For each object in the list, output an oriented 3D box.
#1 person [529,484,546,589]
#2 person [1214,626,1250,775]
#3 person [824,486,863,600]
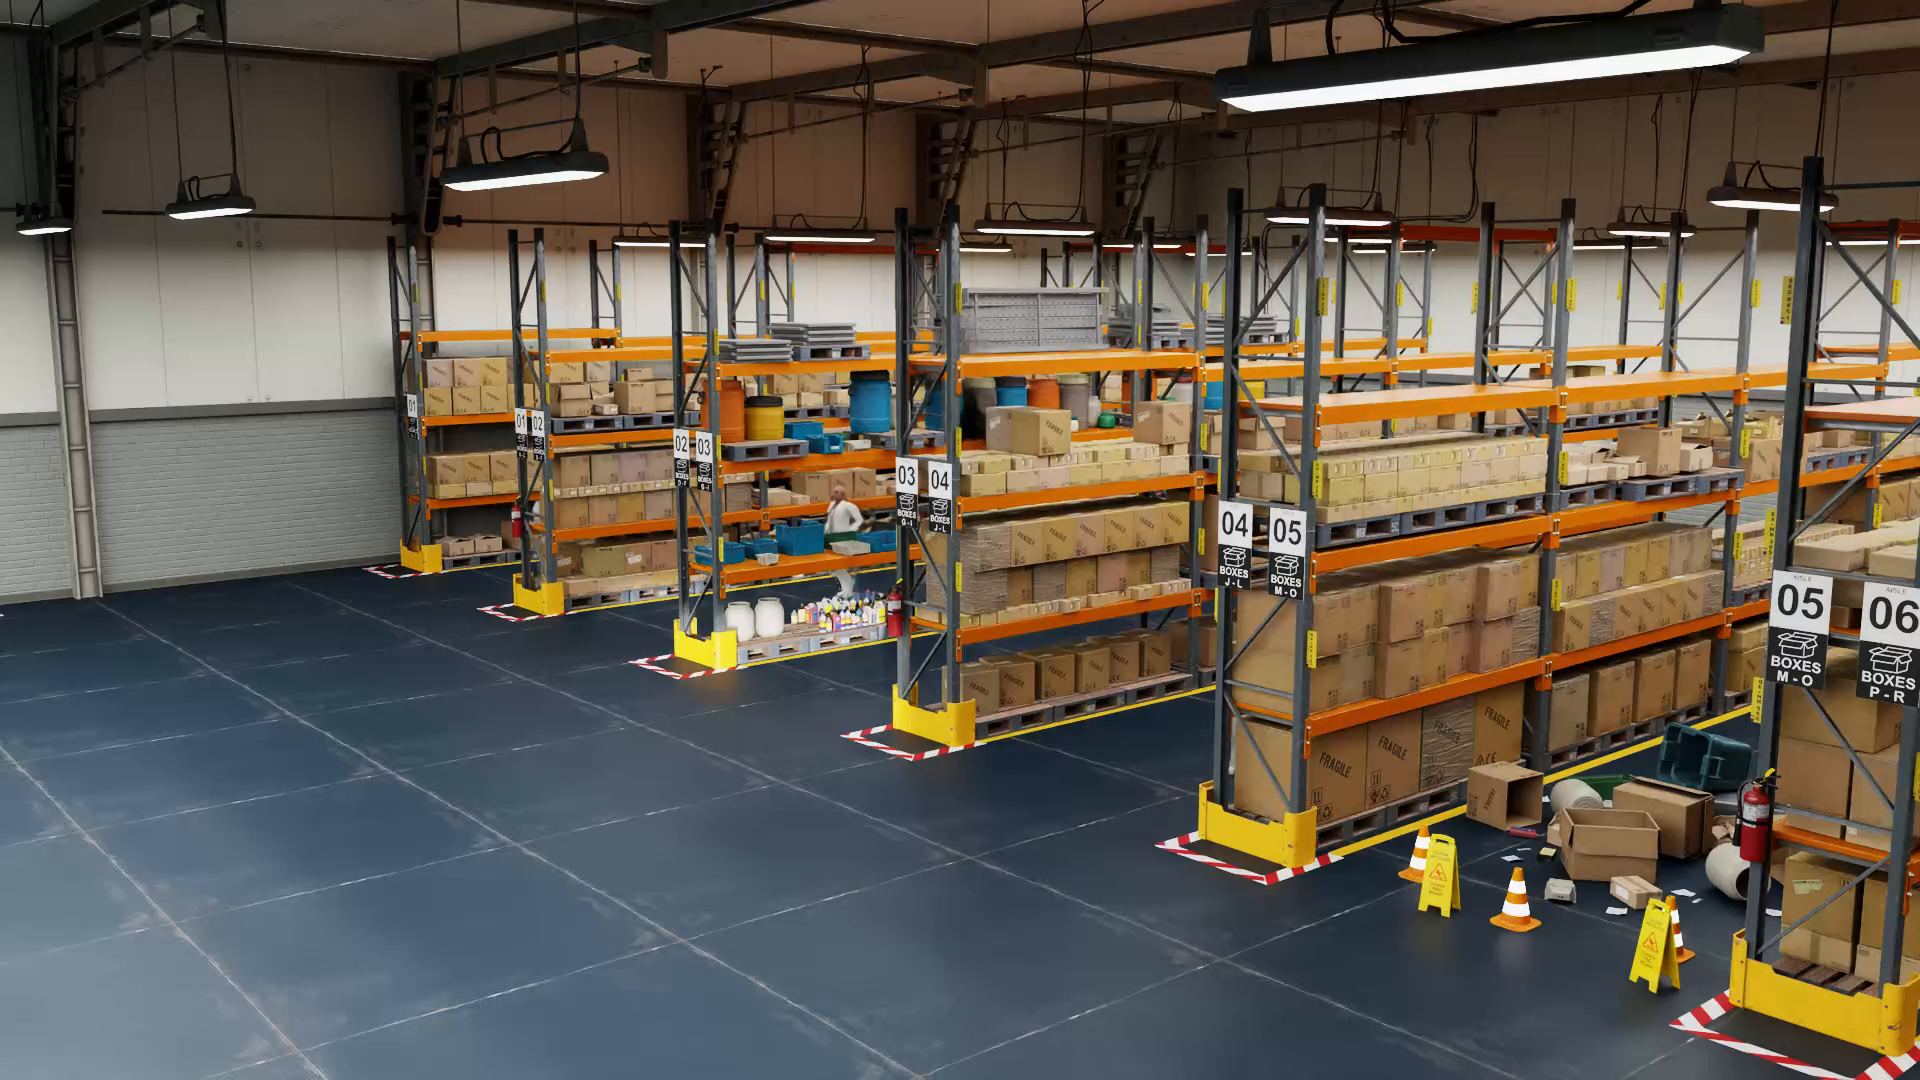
[{"bbox_3d":[-7.090,-0.128,28.428,0.691,1.711,0.920,7,12,40],"label":"person"},{"bbox_3d":[2.962,1.663,17.597,0.564,1.589,0.569,8,12,41],"label":"person"},{"bbox_3d":[-1.908,0.052,25.890,0.655,1.793,0.671,-8,12,-41],"label":"person"}]
